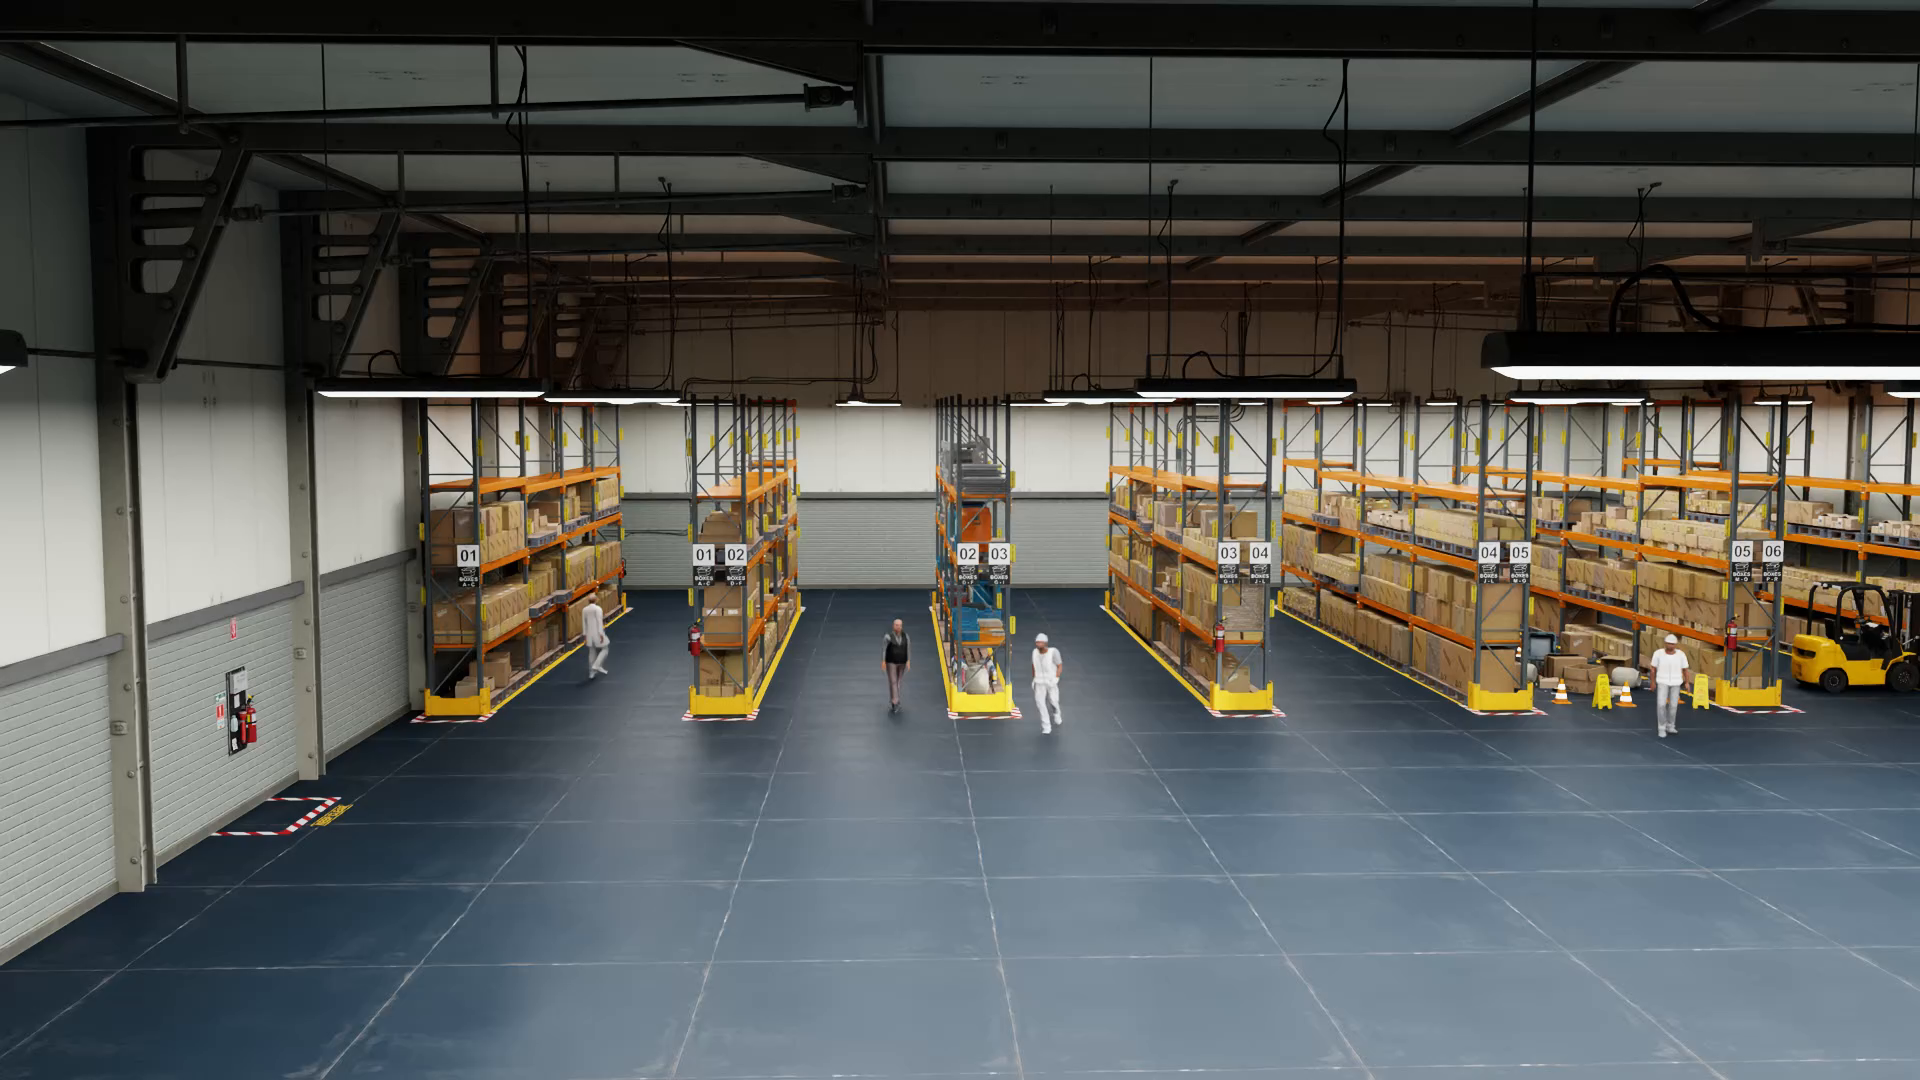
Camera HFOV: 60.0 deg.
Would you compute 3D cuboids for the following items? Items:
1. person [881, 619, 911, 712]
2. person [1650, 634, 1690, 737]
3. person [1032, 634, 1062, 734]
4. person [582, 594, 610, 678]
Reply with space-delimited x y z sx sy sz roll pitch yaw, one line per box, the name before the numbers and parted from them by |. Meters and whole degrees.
person | -1.200 2.364 31.786 0.554 1.698 0.884 -2 5 -29
person | 12.473 2.564 29.206 0.631 1.818 0.555 1 5 18
person | 1.546 2.526 29.563 0.604 1.752 0.689 2 5 21
person | -7.803 2.138 35.472 0.617 1.571 0.555 1 5 13
